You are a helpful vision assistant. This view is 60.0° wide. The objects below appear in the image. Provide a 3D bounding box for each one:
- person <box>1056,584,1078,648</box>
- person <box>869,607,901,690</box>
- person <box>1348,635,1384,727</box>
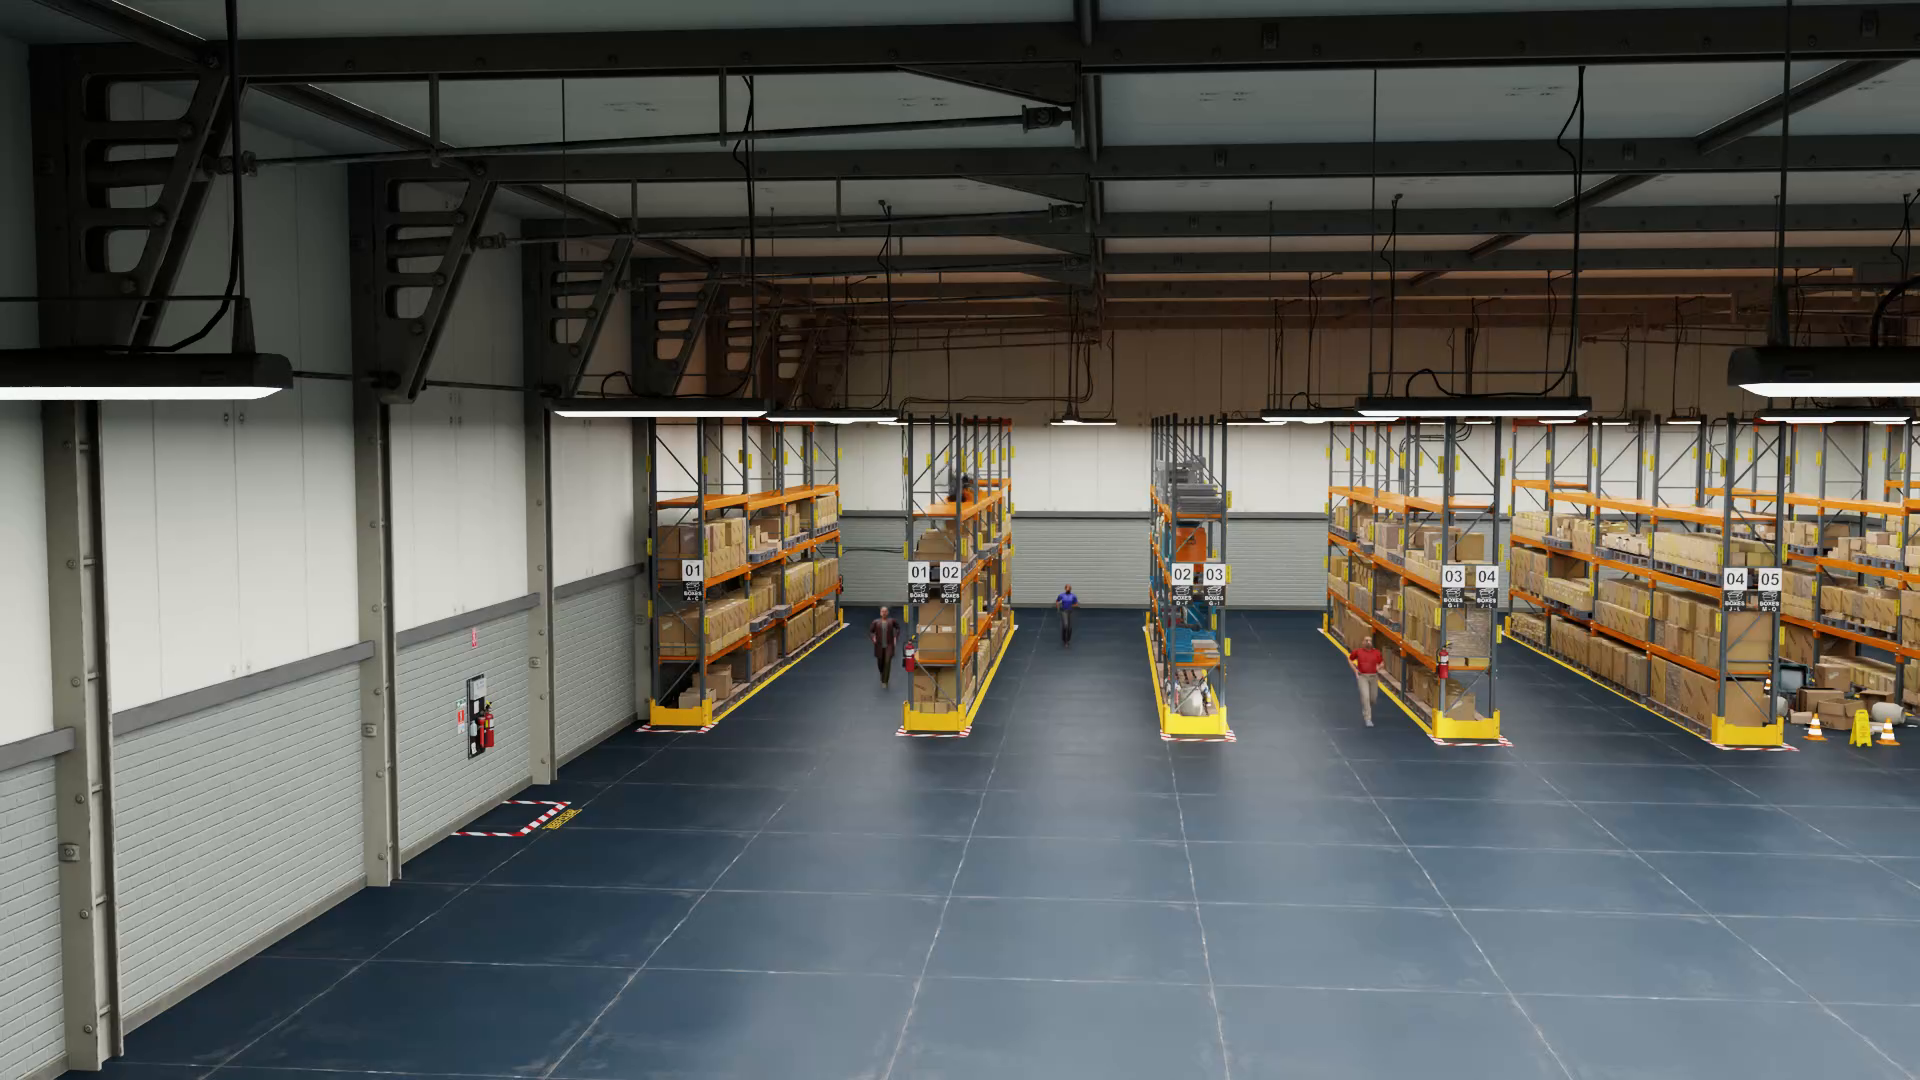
[{"bbox_3d":[2.807,1.984,43.419,0.542,1.690,0.713,-1,4,-8],"label":"person"},{"bbox_3d":[-1.661,2.360,36.711,0.710,1.776,0.943,0,4,-1],"label":"person"},{"bbox_3d":[7.854,2.692,32.032,0.659,1.689,0.921,0,4,-2],"label":"person"}]
